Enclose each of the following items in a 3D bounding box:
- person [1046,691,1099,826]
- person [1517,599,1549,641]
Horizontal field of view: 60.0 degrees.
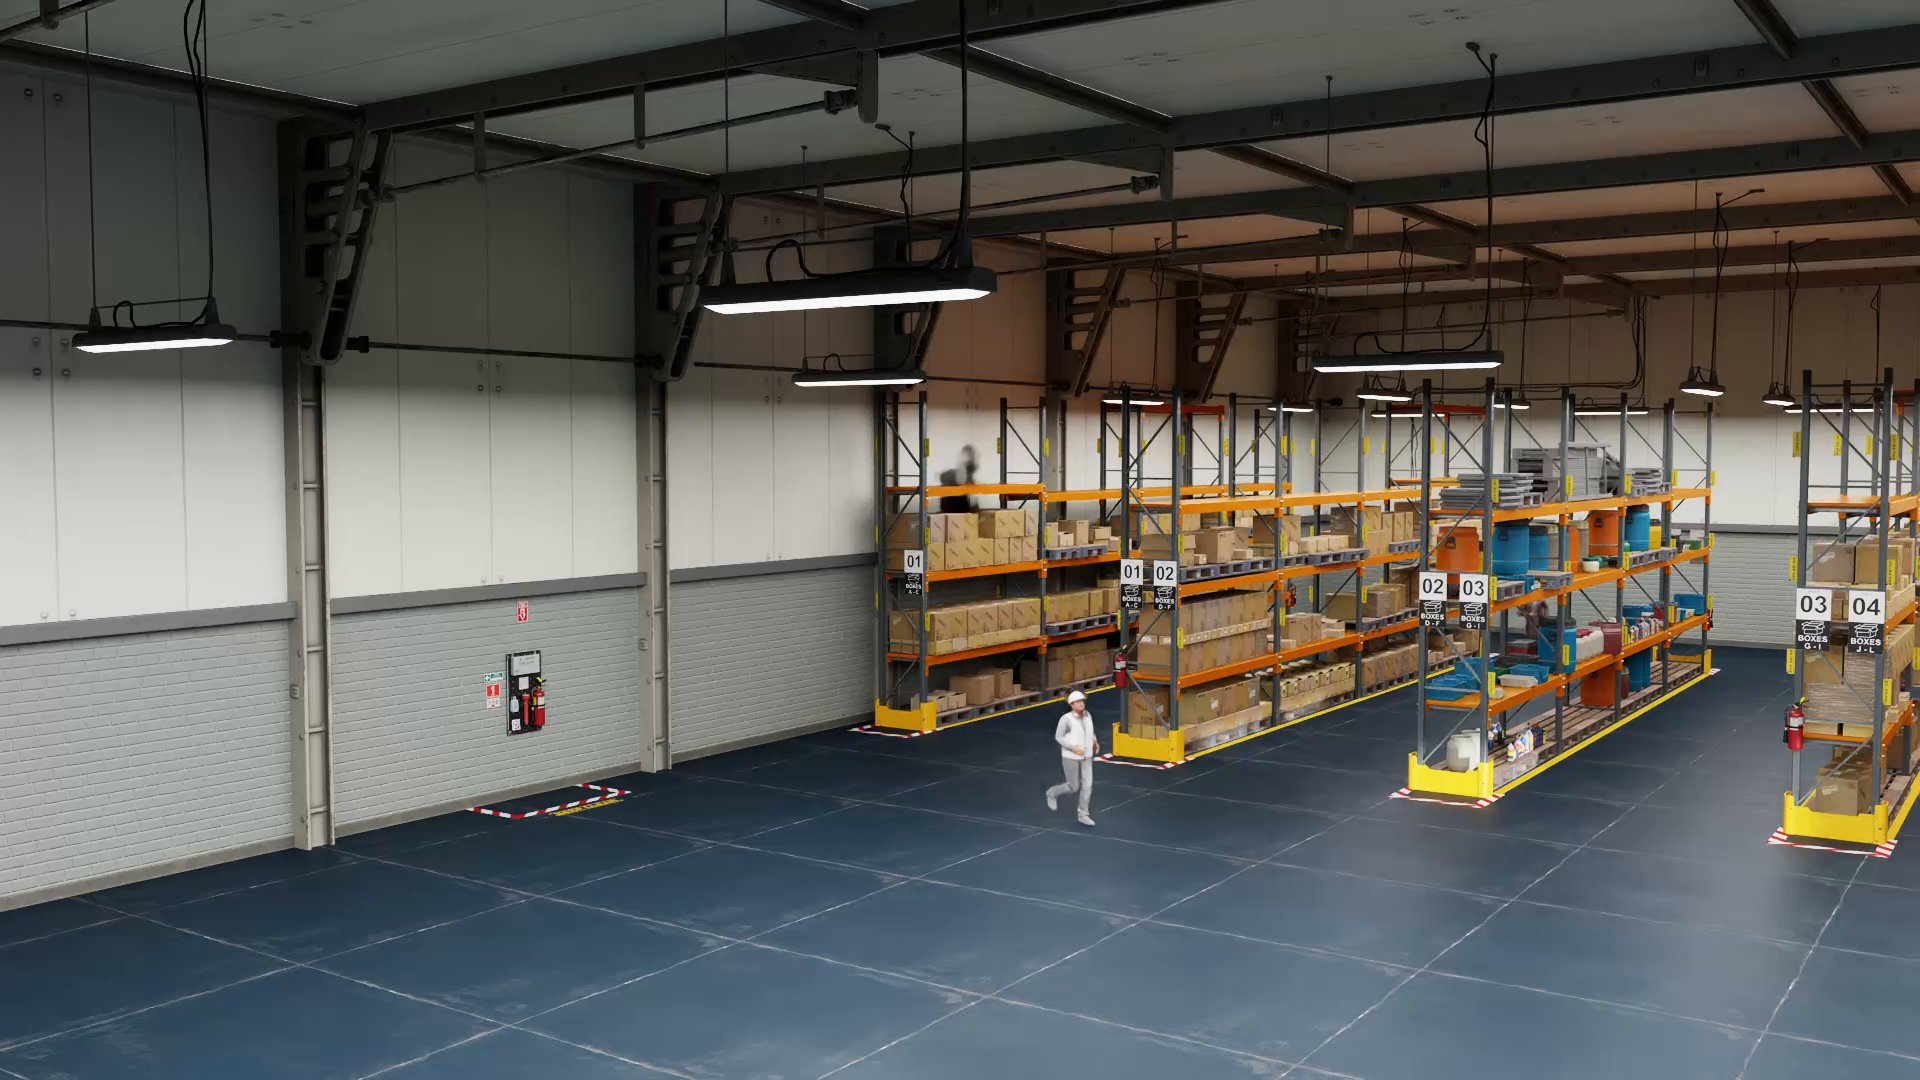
[{"bbox_3d":[1.547,2.901,22.312,0.669,1.768,0.810,-2,4,-34],"label":"person"},{"bbox_3d":[13.270,1.981,38.510,0.722,1.752,1.055,1,3,15],"label":"person"}]
